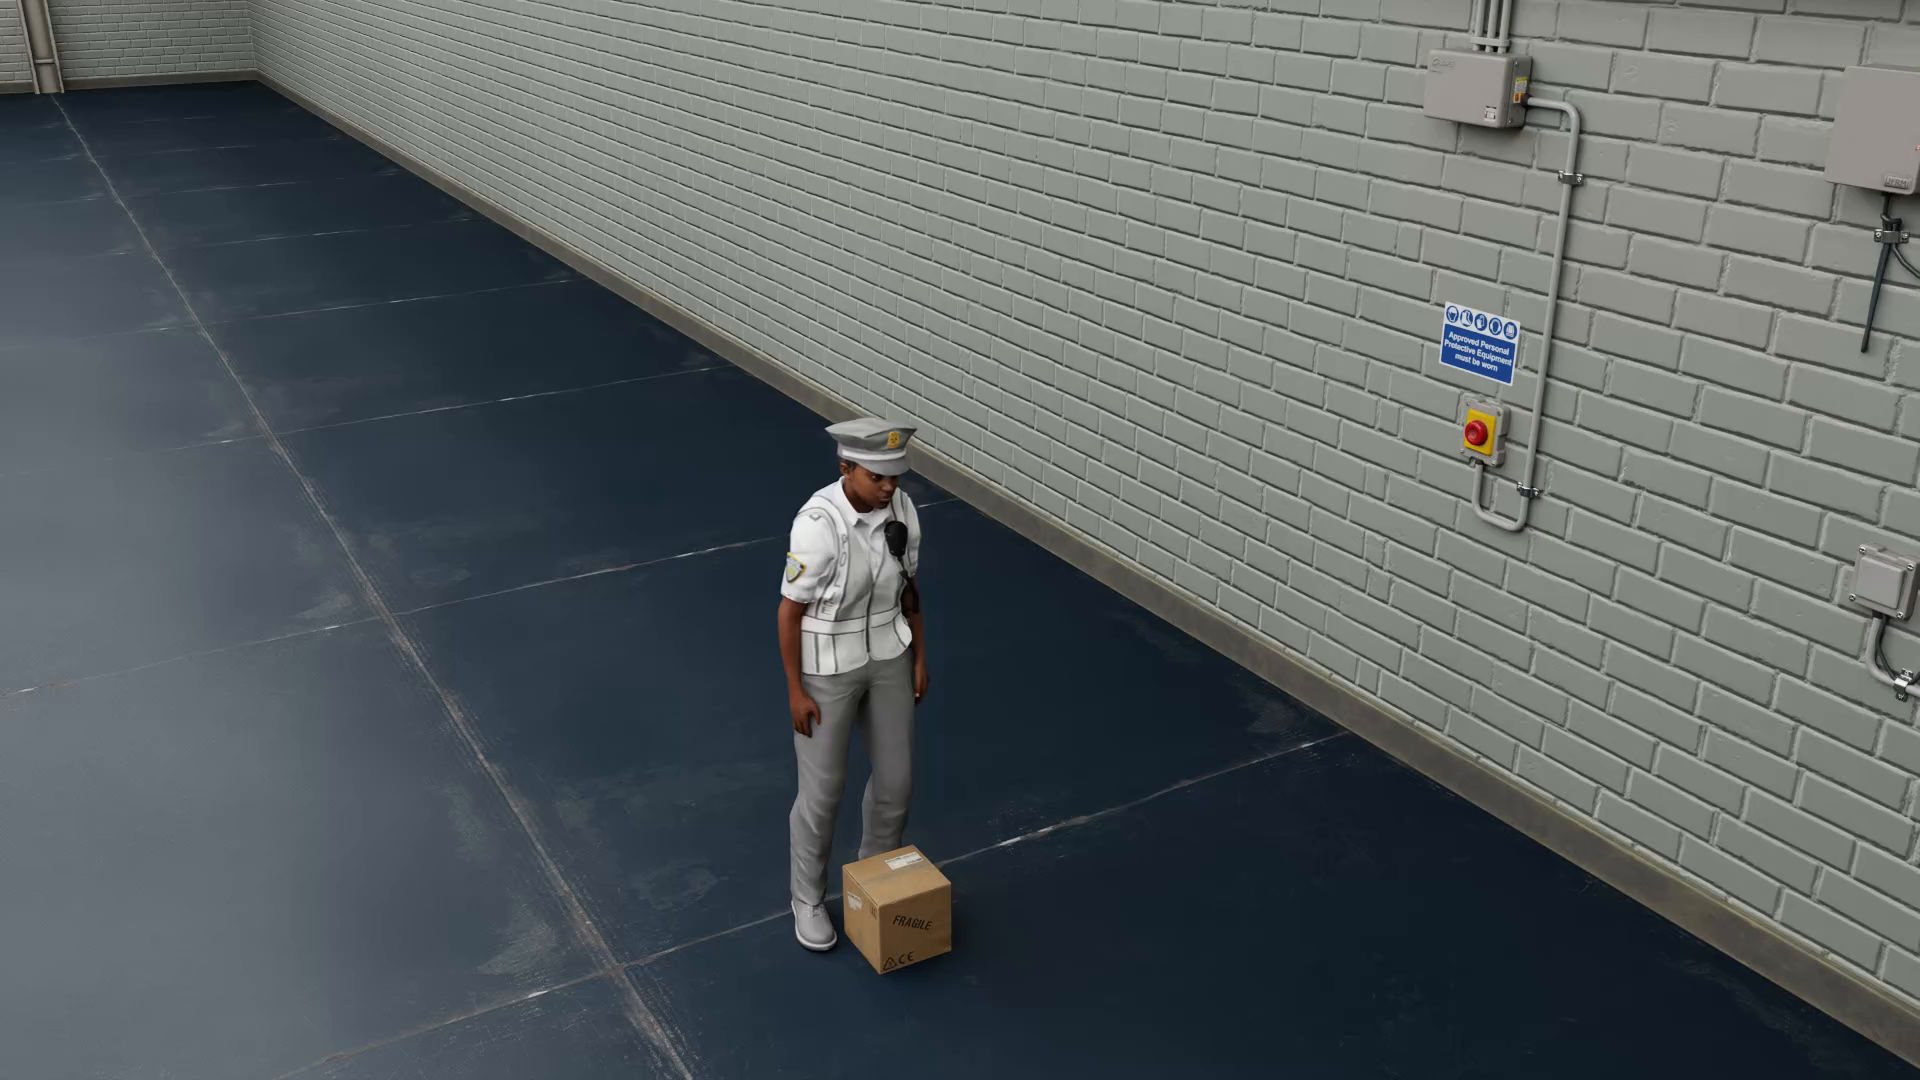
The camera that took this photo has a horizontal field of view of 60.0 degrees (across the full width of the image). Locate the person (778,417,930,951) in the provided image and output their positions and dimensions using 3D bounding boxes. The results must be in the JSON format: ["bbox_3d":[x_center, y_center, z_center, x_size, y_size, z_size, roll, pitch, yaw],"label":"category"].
[{"bbox_3d":[-0.324,0.412,5.063,0.528,1.659,0.398,-14,26,-31],"label":"person"}]
